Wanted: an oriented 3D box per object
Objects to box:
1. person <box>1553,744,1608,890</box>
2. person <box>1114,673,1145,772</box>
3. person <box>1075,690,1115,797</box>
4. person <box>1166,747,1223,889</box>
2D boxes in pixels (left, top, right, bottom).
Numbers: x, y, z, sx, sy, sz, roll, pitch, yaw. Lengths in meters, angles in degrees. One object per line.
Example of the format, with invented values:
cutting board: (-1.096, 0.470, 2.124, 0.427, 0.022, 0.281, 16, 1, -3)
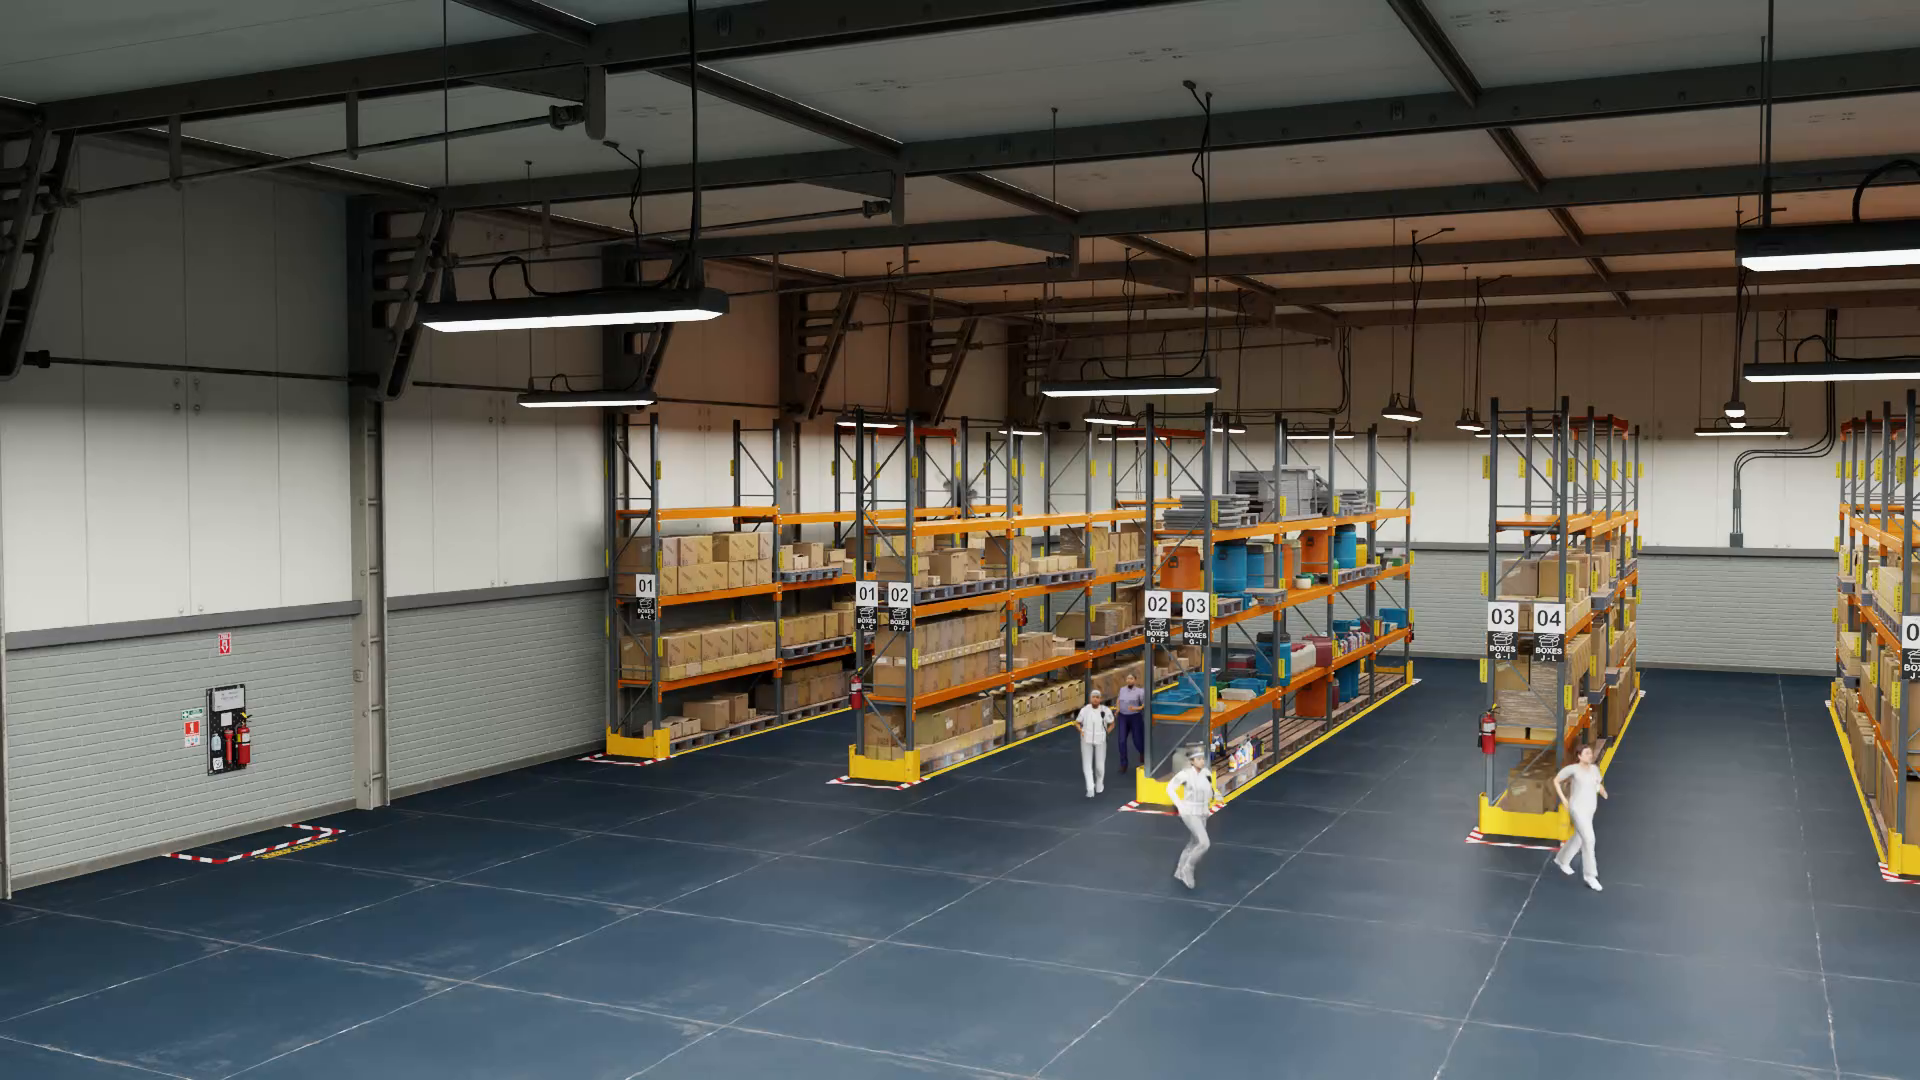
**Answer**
person: (7.549, 3.311, 20.214, 0.559, 1.703, 0.839, -1, 3, -26)
person: (2.851, 3.020, 27.738, 0.619, 1.618, 0.862, 1, 3, 24)
person: (2.076, 3.134, 25.627, 0.619, 1.657, 0.550, 0, 2, 8)
person: (2.859, 3.326, 19.995, 0.584, 1.710, 0.667, -2, 3, -39)
